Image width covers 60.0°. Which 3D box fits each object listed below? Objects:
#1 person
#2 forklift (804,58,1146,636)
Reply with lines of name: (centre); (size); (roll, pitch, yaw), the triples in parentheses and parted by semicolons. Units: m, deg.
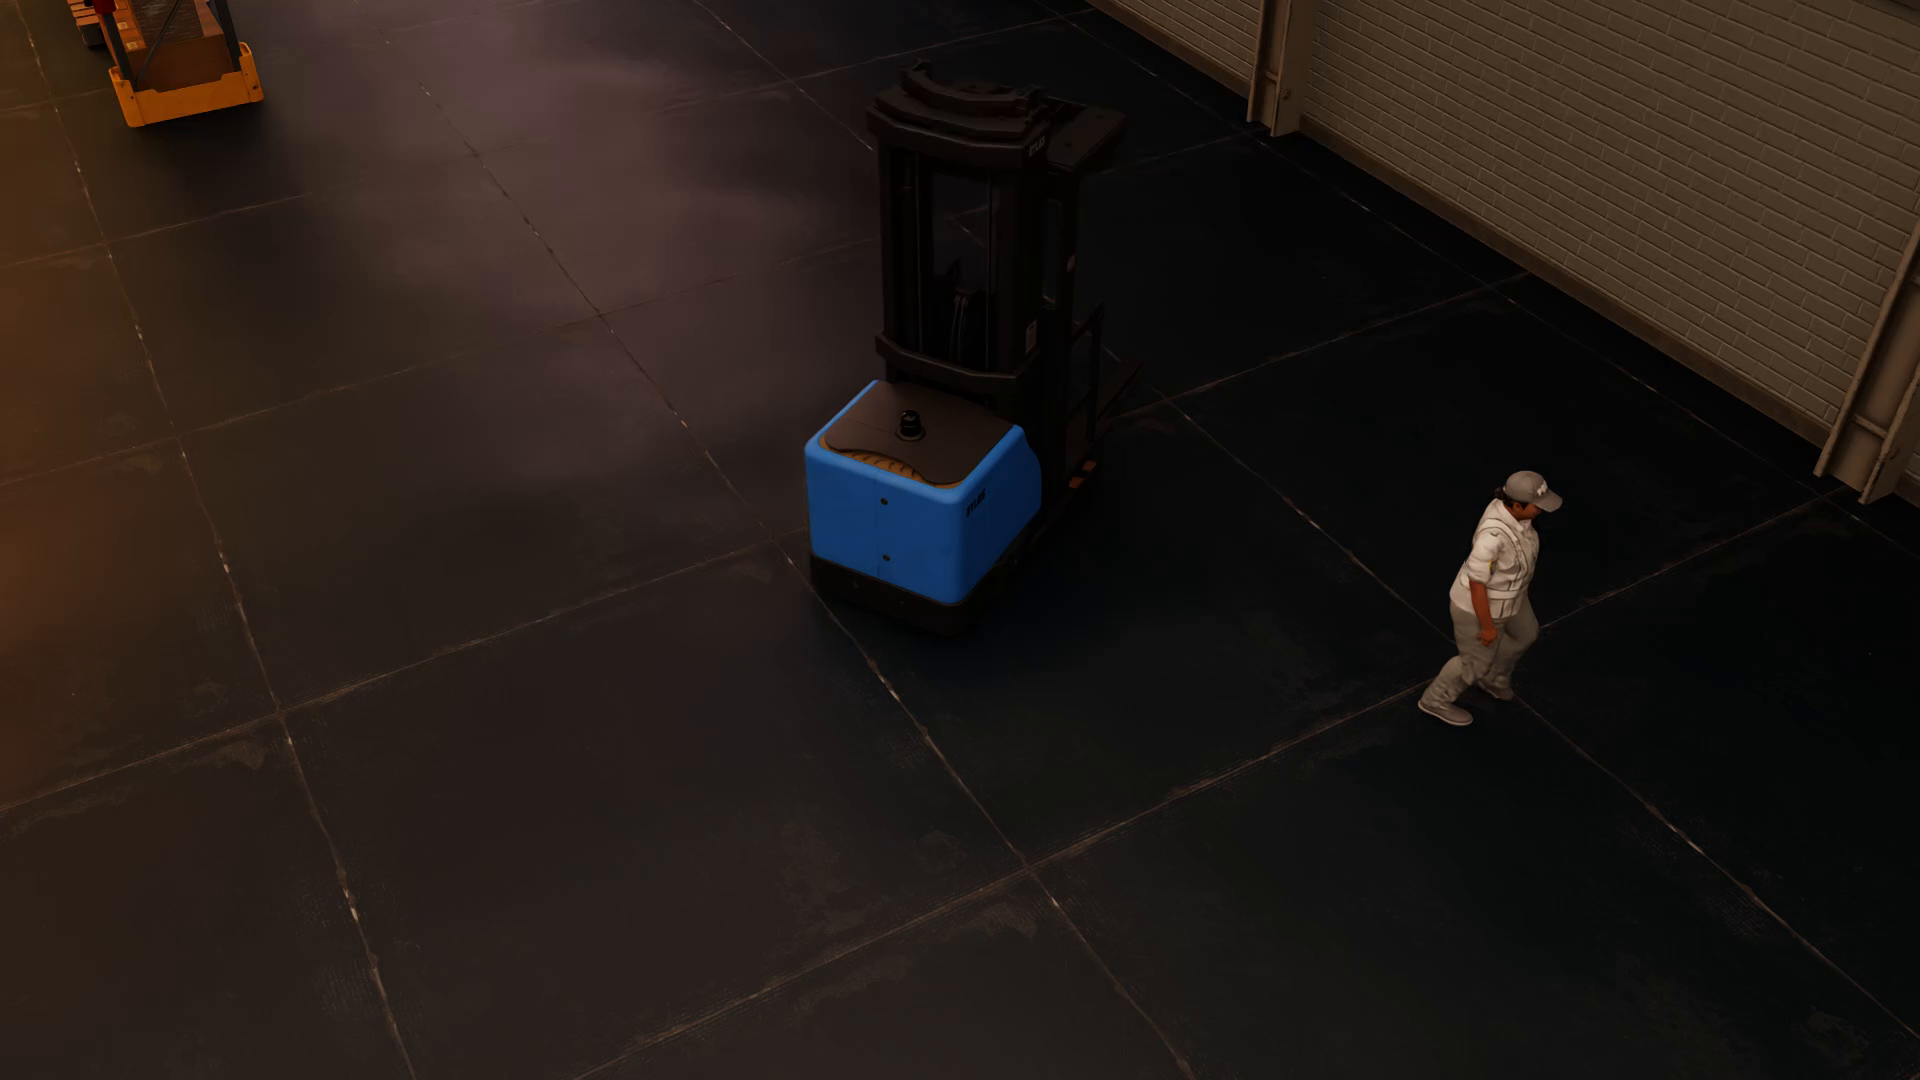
person: (2.799, 0.333, 8.701); (0.481, 1.714, 0.589); (20, 44, 22)
forklift: (0.265, -1.500, 9.845); (1.130, 2.935, 3.031); (20, 44, 22)
